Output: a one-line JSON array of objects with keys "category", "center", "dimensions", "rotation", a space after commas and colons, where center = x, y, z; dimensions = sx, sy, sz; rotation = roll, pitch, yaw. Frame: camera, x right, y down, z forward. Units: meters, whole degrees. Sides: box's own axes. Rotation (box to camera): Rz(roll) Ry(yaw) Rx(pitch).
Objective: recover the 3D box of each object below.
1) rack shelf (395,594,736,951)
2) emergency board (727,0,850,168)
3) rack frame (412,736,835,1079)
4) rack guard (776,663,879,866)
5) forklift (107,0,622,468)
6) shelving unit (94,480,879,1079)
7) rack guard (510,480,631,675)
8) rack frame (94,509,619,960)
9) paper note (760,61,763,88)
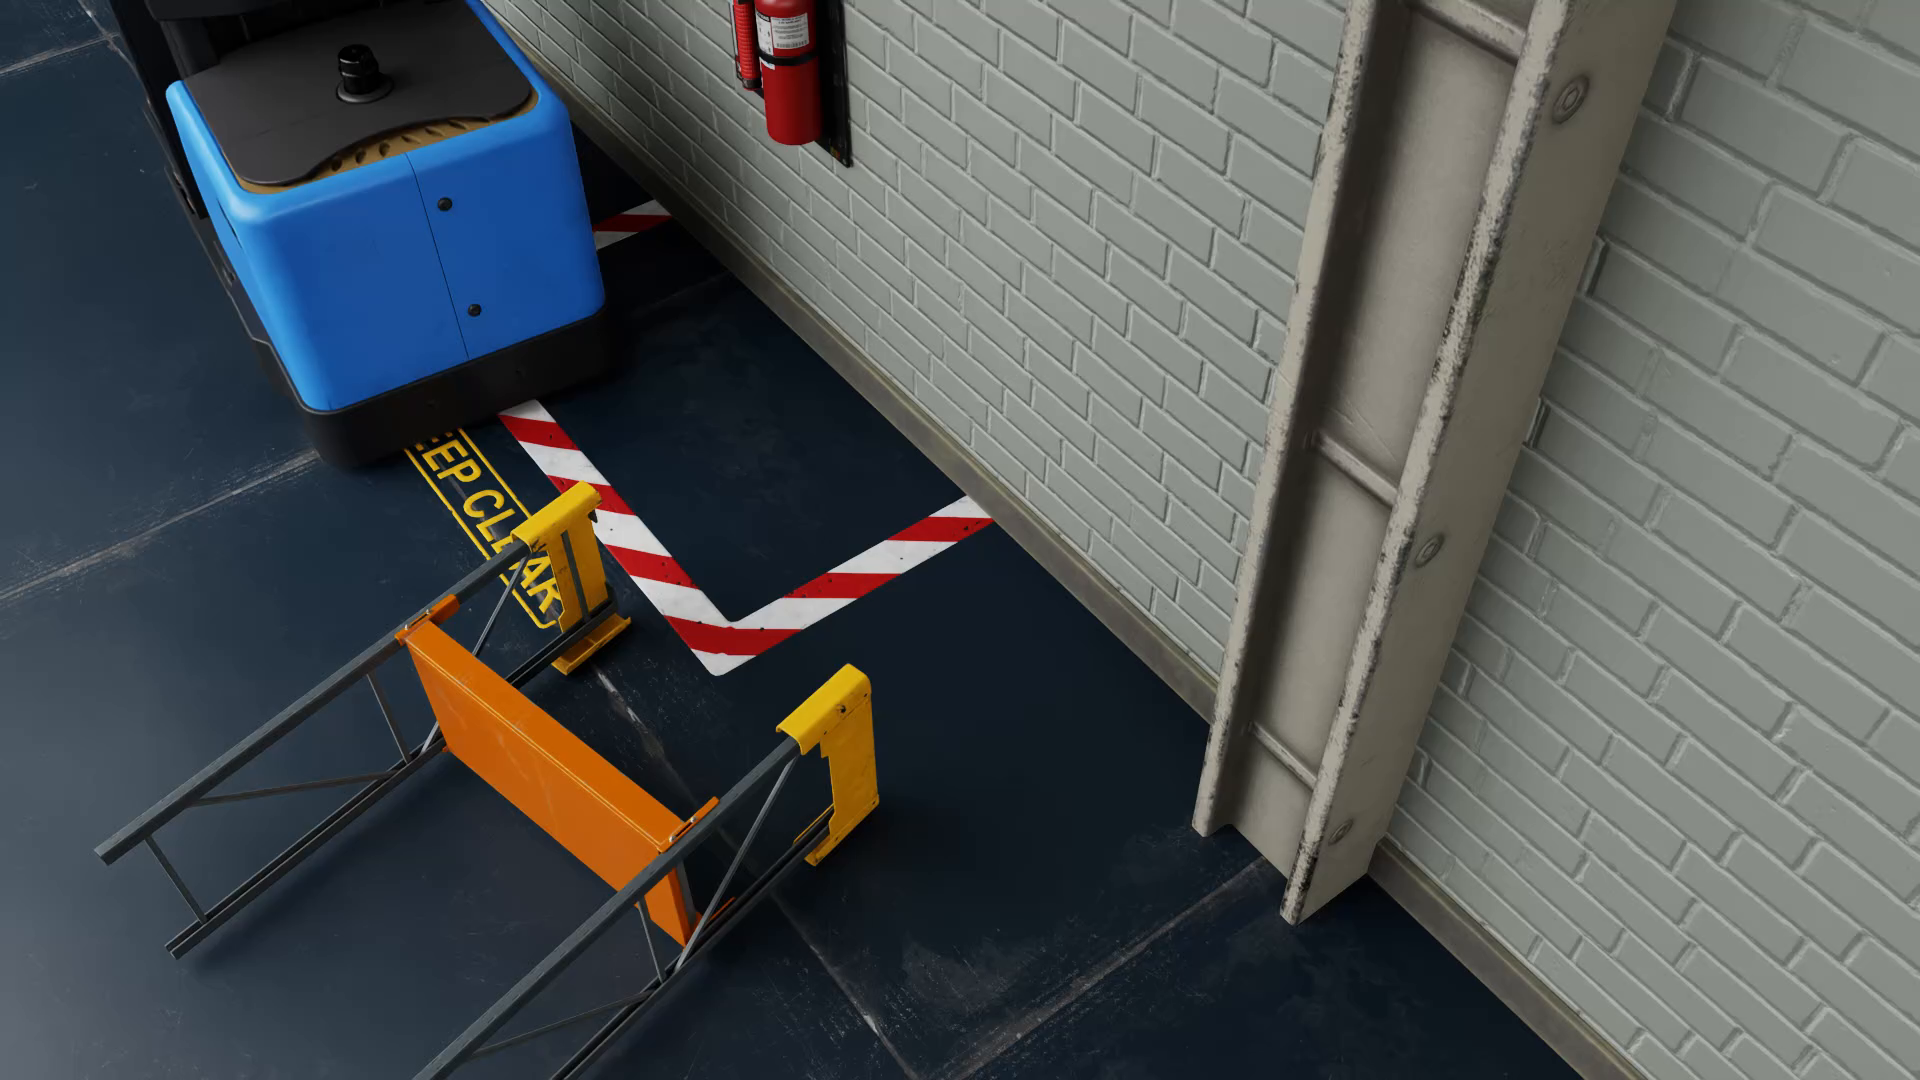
[{"category": "rack shelf", "center": [-1.009, 0.602, 4.290], "dimensions": [1.000, 0.538, 0.185], "rotation": [32, 56, 26]}, {"category": "emergency board", "center": [-0.594, -1.658, 4.729], "dimensions": [0.194, 1.169, 0.643], "rotation": [-29, 54, -24]}, {"category": "rack frame", "center": [-0.735, 0.947, 3.978], "dimensions": [0.032, 0.500, 1.500], "rotation": [32, 56, 26]}, {"category": "rack guard", "center": [-0.335, 0.589, 4.298], "dimensions": [0.087, 0.587, 0.250], "rotation": [32, 56, 26]}, {"category": "forklift", "center": [-2.372, -2.296, 5.353], "dimensions": [1.130, 2.935, 3.031], "rotation": [-25, 52, -21]}, {"category": "shelving unit", "center": [-1.118, 0.709, 4.194], "dimensions": [1.083, 0.587, 1.500], "rotation": [32, 56, 26]}, {"category": "rack guard", "center": [-1.098, 0.115, 4.728], "dimensions": [0.087, 0.587, 0.250], "rotation": [32, 56, 26]}, {"category": "rack frame", "center": [-1.514, 0.463, 4.417], "dimensions": [0.032, 0.500, 1.500], "rotation": [32, 56, 26]}, {"category": "paper note", "center": [-0.646, -1.498, 5.178], "dimensions": [0.016, 0.148, 0.142], "rotation": [-29, 54, -24]}]
